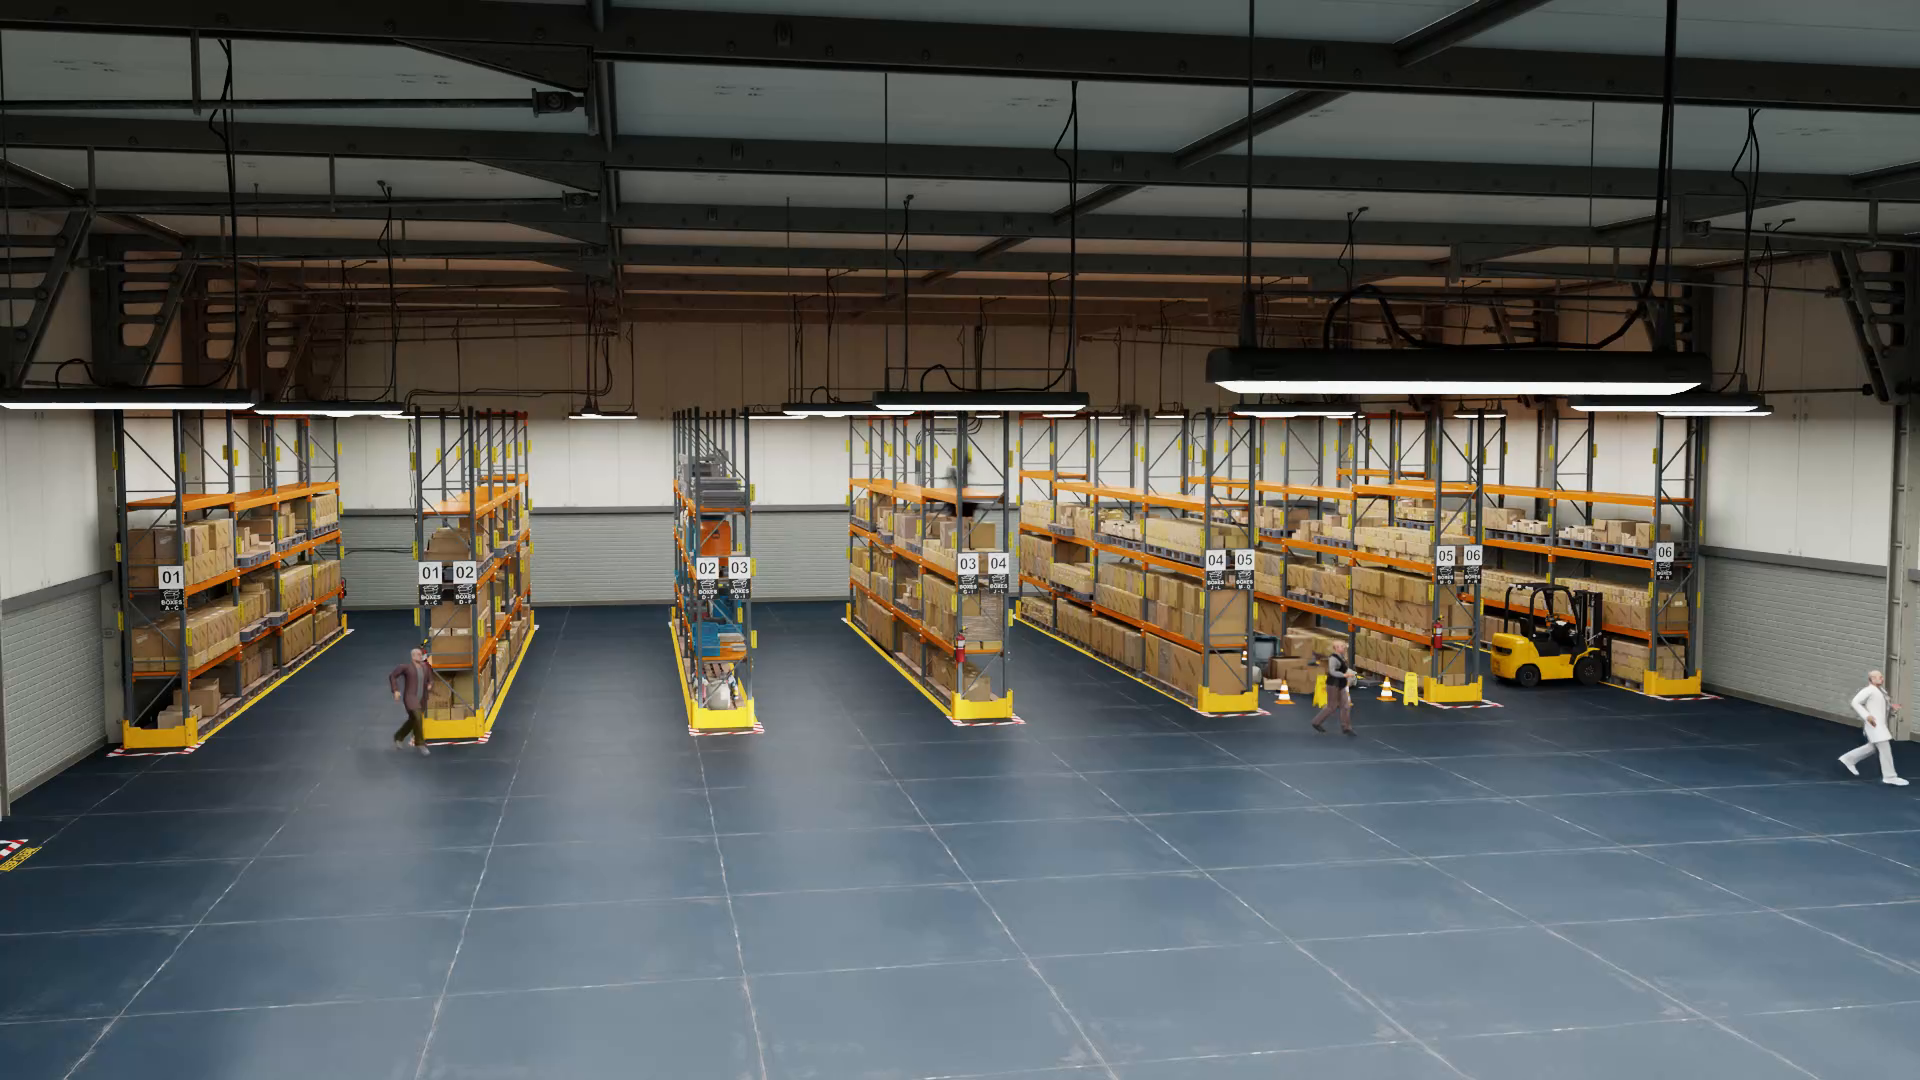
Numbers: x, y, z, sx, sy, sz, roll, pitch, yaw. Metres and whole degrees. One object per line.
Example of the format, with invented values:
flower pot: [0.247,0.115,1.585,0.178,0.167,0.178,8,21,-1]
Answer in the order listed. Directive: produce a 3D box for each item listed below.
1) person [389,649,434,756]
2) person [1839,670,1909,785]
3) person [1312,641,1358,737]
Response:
person: [-9.390,2.780,28.819,0.942,1.768,0.714,3,5,32]
person: [14.489,2.939,26.332,1.061,1.754,0.708,4,6,45]
person: [6.836,2.709,30.295,0.815,1.774,0.674,2,5,32]
